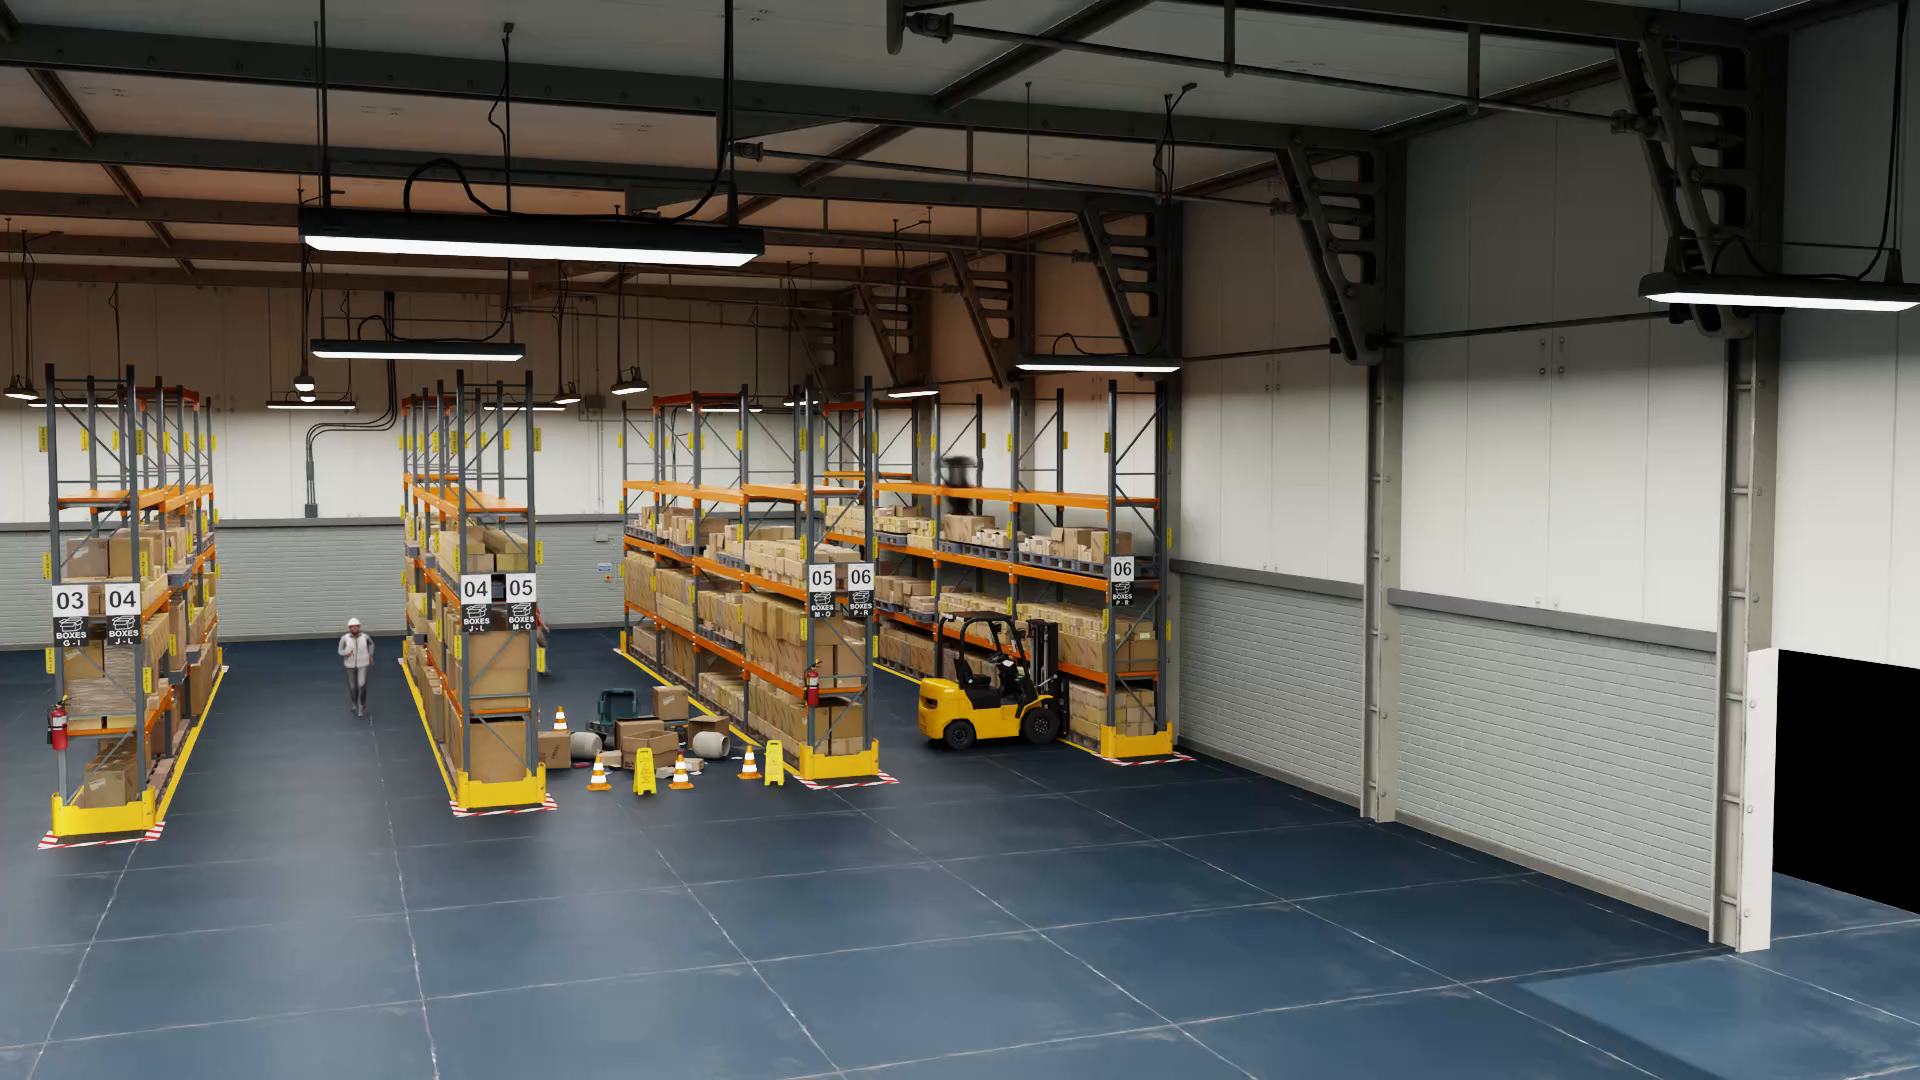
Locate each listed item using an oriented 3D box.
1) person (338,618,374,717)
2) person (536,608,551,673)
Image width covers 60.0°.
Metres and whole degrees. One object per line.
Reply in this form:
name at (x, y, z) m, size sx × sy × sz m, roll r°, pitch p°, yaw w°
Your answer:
person at (-11.083, 2.338, 30.512) m, size 0.594 × 1.825 × 0.833 m, roll -1°, pitch 3°, yaw -14°
person at (-9.226, 2.059, 36.066) m, size 0.787 × 1.647 × 0.721 m, roll 0°, pitch 3°, yaw 4°
